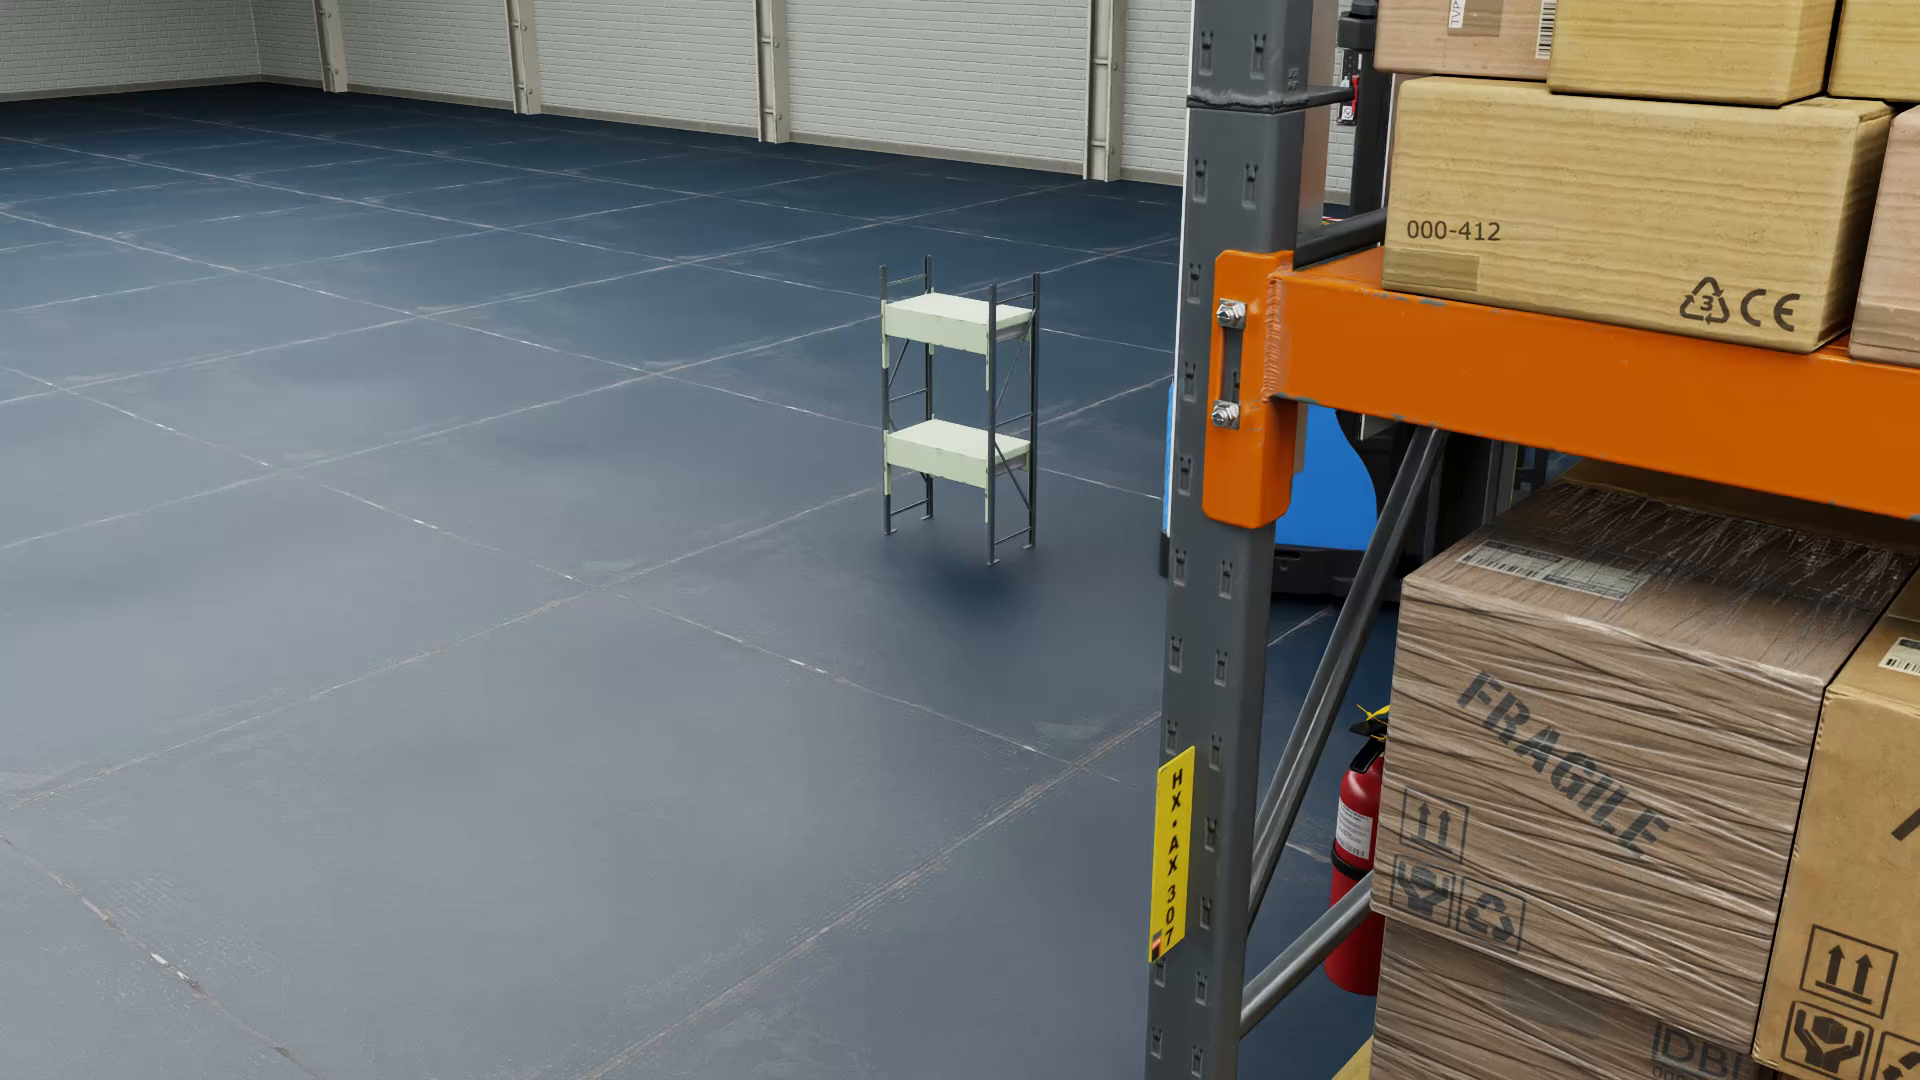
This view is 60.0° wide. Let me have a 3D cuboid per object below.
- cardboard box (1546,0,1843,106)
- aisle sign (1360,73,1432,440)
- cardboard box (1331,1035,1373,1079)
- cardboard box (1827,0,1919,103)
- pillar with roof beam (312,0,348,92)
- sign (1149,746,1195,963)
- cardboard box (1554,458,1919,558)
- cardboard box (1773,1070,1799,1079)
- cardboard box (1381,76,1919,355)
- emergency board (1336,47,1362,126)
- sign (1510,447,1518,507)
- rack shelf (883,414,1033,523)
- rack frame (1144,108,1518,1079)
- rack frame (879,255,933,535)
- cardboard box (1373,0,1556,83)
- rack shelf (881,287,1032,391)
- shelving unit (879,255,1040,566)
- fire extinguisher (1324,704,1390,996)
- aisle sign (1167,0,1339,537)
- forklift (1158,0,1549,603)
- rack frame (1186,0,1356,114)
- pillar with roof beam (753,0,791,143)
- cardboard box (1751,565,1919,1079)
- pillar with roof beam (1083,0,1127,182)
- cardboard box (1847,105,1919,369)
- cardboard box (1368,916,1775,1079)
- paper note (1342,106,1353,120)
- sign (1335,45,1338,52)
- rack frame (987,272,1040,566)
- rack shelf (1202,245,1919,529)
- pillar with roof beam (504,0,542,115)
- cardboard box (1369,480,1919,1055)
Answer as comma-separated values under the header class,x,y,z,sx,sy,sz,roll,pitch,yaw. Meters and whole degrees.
class,x,y,z,sx,sy,sz,roll,pitch,yaw
cardboard box,0.864,-0.589,1.875,0.250,0.149,0.380,17,26,37
aisle sign,0.799,-0.590,2.797,0.004,0.787,0.394,16,26,36
cardboard box,0.727,0.969,2.705,0.250,0.149,0.380,16,26,36
cardboard box,1.138,-0.566,1.815,0.250,0.149,0.380,16,26,35
pillar with roof beam,-14.821,-11.744,27.556,0.400,9.000,9.100,16,26,36
sign,0.314,0.466,2.456,0.005,0.325,0.100,16,26,36
cardboard box,1.240,0.124,2.609,0.500,0.500,0.500,16,26,36
cardboard box,1.529,0.745,2.378,0.500,0.500,0.875,16,26,36
cardboard box,0.867,-0.433,2.027,0.500,0.250,0.500,17,27,38
emergency board,4.604,-5.321,19.026,0.643,1.169,0.194,16,26,36
sign,1.024,-0.115,3.132,0.005,0.325,0.100,16,26,36
rack shelf,-0.005,-0.398,9.023,0.720,0.370,0.431,16,26,36
rack frame,0.657,0.722,3.002,0.127,3.000,1.000,16,26,36
rack frame,-0.289,-0.785,9.124,0.023,1.500,0.400,16,26,36
cardboard box,0.724,-0.673,2.098,0.250,0.149,0.380,16,26,36
rack shelf,-0.005,-1.068,8.770,0.720,0.370,0.431,16,26,36
shelving unit,-0.005,-0.703,8.907,0.755,1.500,0.431,16,26,36
fire extinguisher,0.860,0.607,3.417,0.183,0.674,0.296,16,26,36
aisle sign,0.420,-0.426,2.362,0.004,0.787,0.394,16,26,36
forklift,2.588,-1.161,8.092,3.031,2.935,1.130,5,21,13
rack frame,0.657,-2.085,1.943,0.127,3.000,1.000,16,26,36
pillar with roof beam,-5.525,-9.066,20.457,0.400,9.000,9.100,16,26,36
cardboard box,1.294,0.379,1.931,0.500,0.500,0.500,16,26,36
pillar with roof beam,-0.876,-7.728,16.907,0.400,9.000,9.100,16,26,36
cardboard box,1.271,-0.320,1.726,0.500,0.250,0.500,15,26,35
cardboard box,1.066,0.666,2.586,0.500,0.500,0.875,16,26,36
paper note,4.510,-4.967,19.336,0.142,0.148,0.016,16,26,36
sign,4.238,-5.733,19.319,0.331,0.109,0.001,16,26,36
rack frame,0.278,-0.622,8.691,0.023,1.500,0.400,16,26,36
rack shelf,2.207,0.102,1.416,4.000,0.370,1.077,16,26,36
pillar with roof beam,-10.173,-10.405,24.007,0.400,9.000,9.100,16,26,36
cardboard box,0.911,0.266,2.232,0.500,0.500,0.500,16,26,36
